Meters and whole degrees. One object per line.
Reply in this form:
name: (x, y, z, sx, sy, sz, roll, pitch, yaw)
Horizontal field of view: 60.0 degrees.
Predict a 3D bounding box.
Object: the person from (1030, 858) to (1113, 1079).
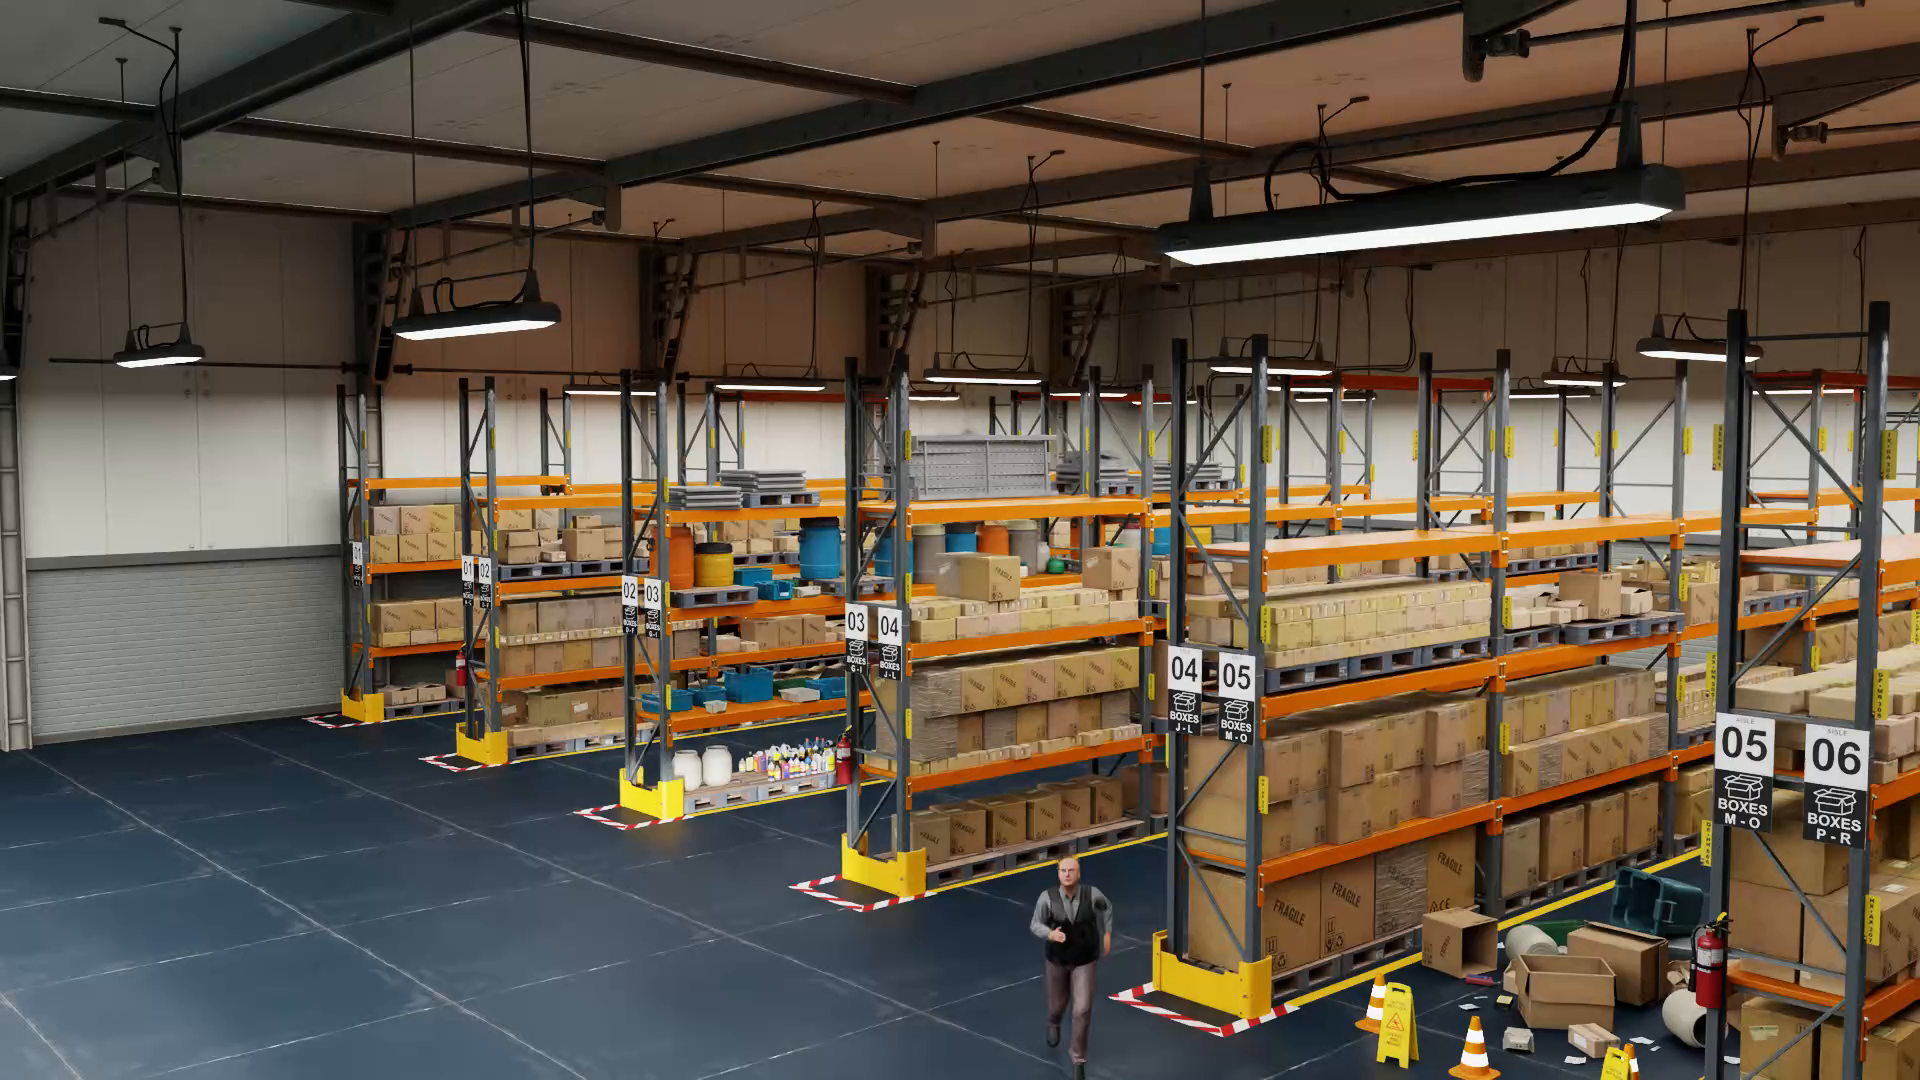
person: (0.902, 3.419, 13.459, 0.666, 1.757, 0.945, 0, 4, 5)
